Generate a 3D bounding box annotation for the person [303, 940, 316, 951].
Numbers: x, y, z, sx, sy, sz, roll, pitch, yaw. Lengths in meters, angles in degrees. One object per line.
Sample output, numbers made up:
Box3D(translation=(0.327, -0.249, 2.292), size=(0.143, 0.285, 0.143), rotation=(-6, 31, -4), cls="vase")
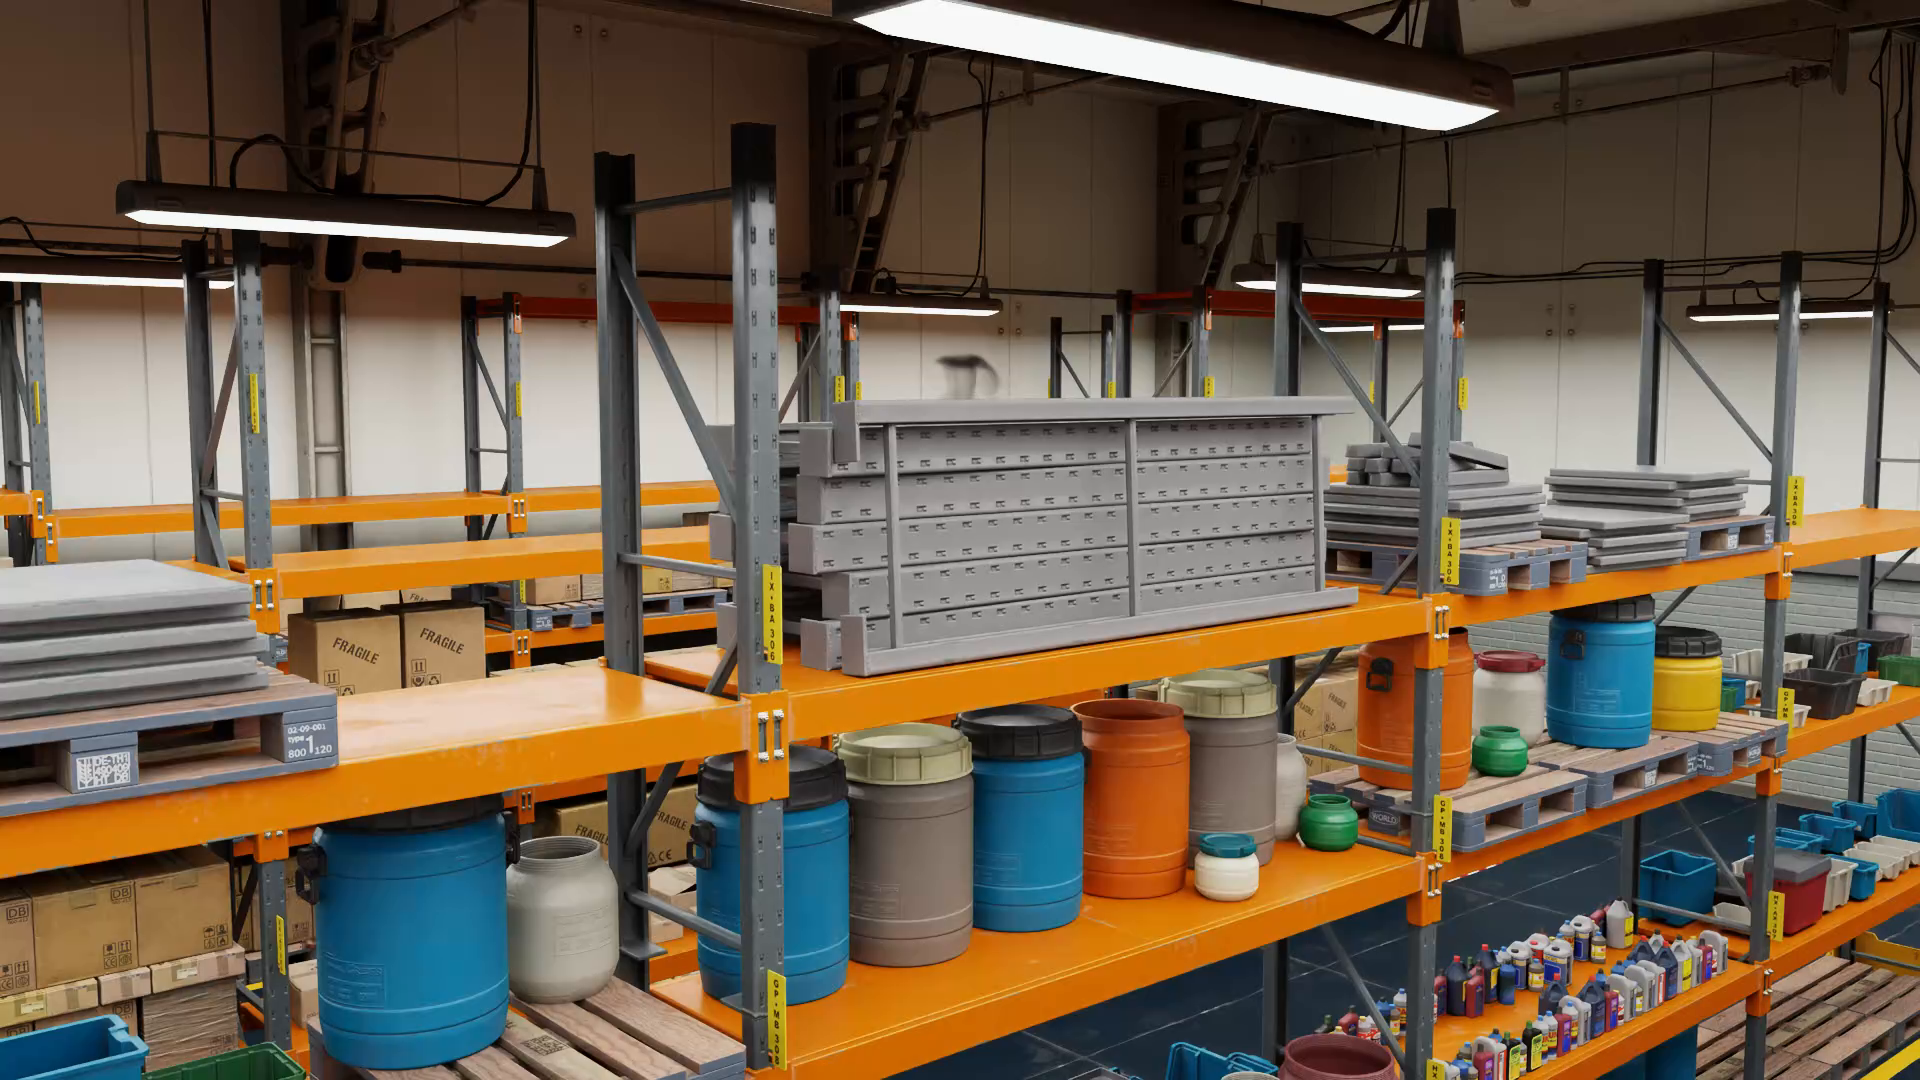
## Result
Box3D(translation=(-4.532, 3.204, 12.375), size=(0.562, 1.575, 0.790), rotation=(4, 7, 37), cls="person")
